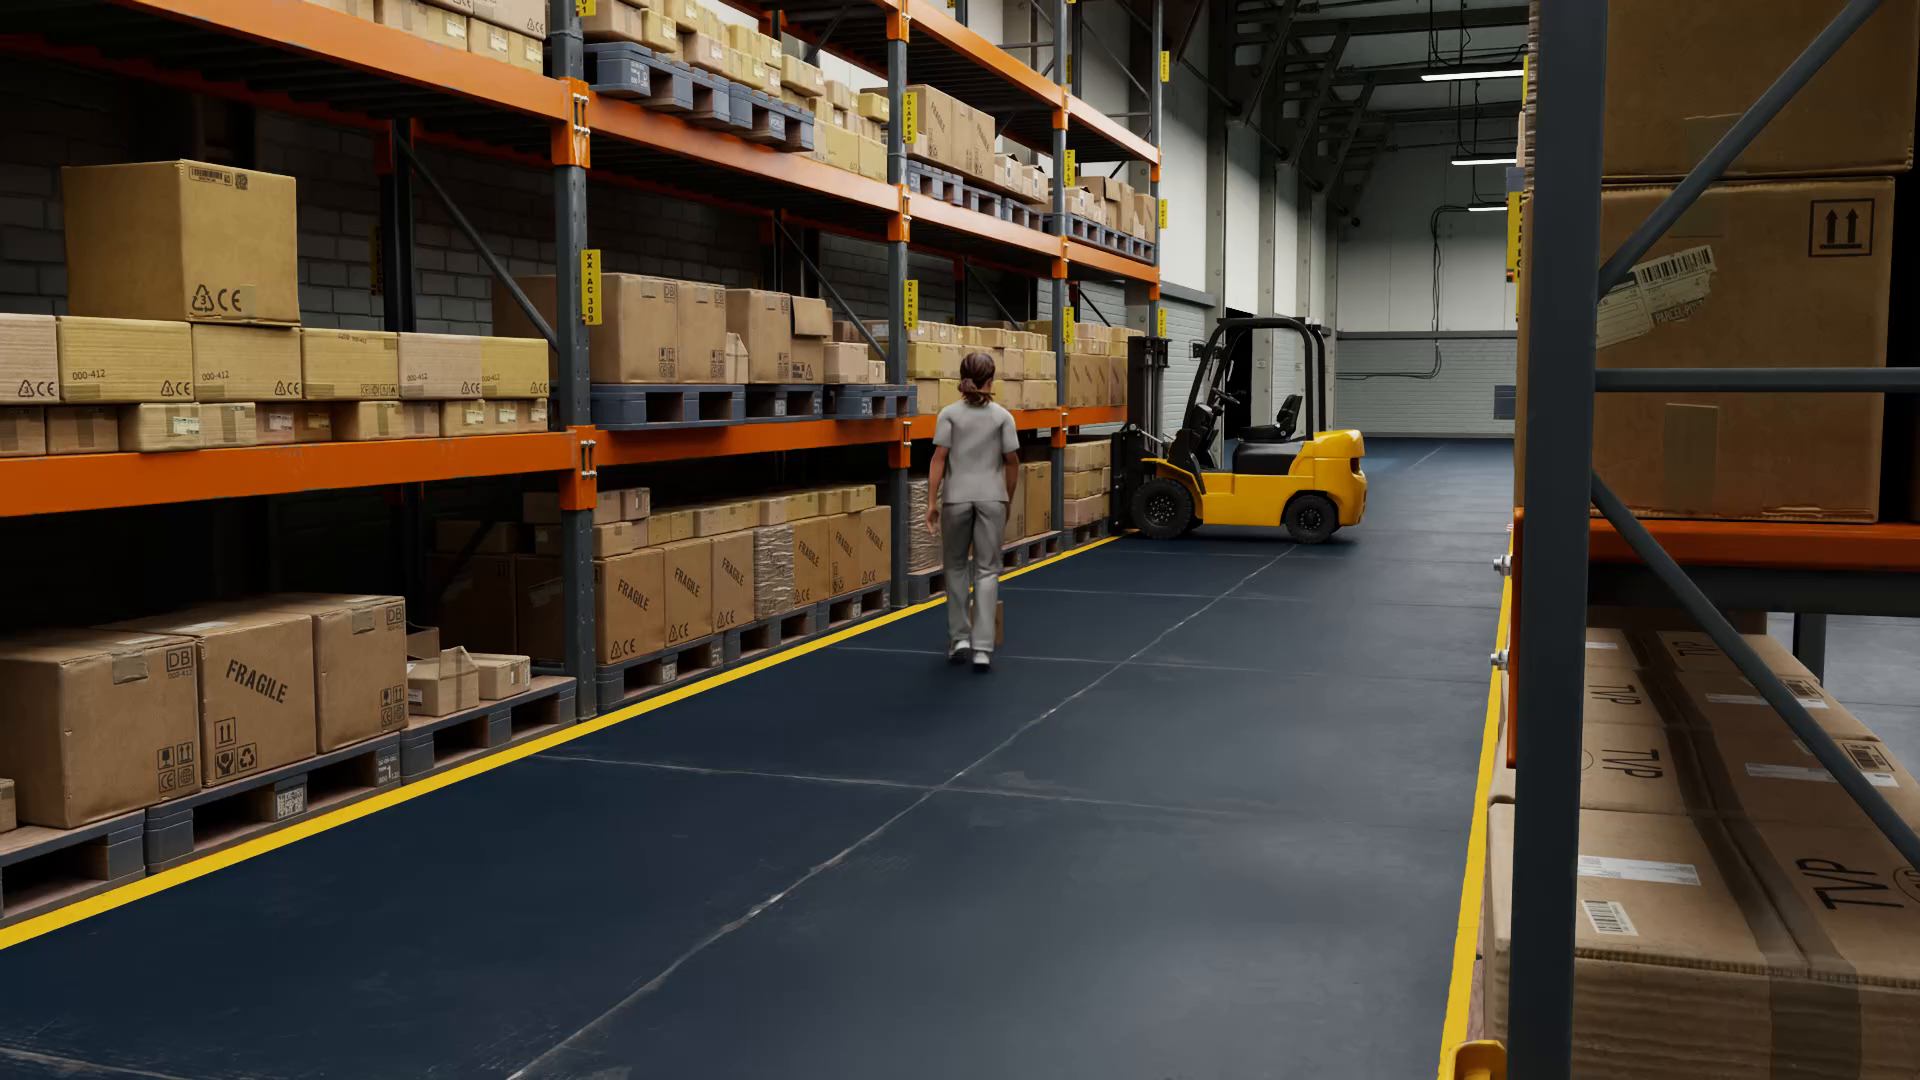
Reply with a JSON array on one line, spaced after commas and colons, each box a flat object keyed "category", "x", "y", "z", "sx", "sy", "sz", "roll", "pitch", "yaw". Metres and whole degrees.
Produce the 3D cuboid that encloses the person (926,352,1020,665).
[{"category": "person", "x": 0.078, "y": -0.159, "z": 9.000, "sx": 0.494, "sy": 1.703, "sz": 0.670, "roll": 0, "pitch": 5, "yaw": 4}]
